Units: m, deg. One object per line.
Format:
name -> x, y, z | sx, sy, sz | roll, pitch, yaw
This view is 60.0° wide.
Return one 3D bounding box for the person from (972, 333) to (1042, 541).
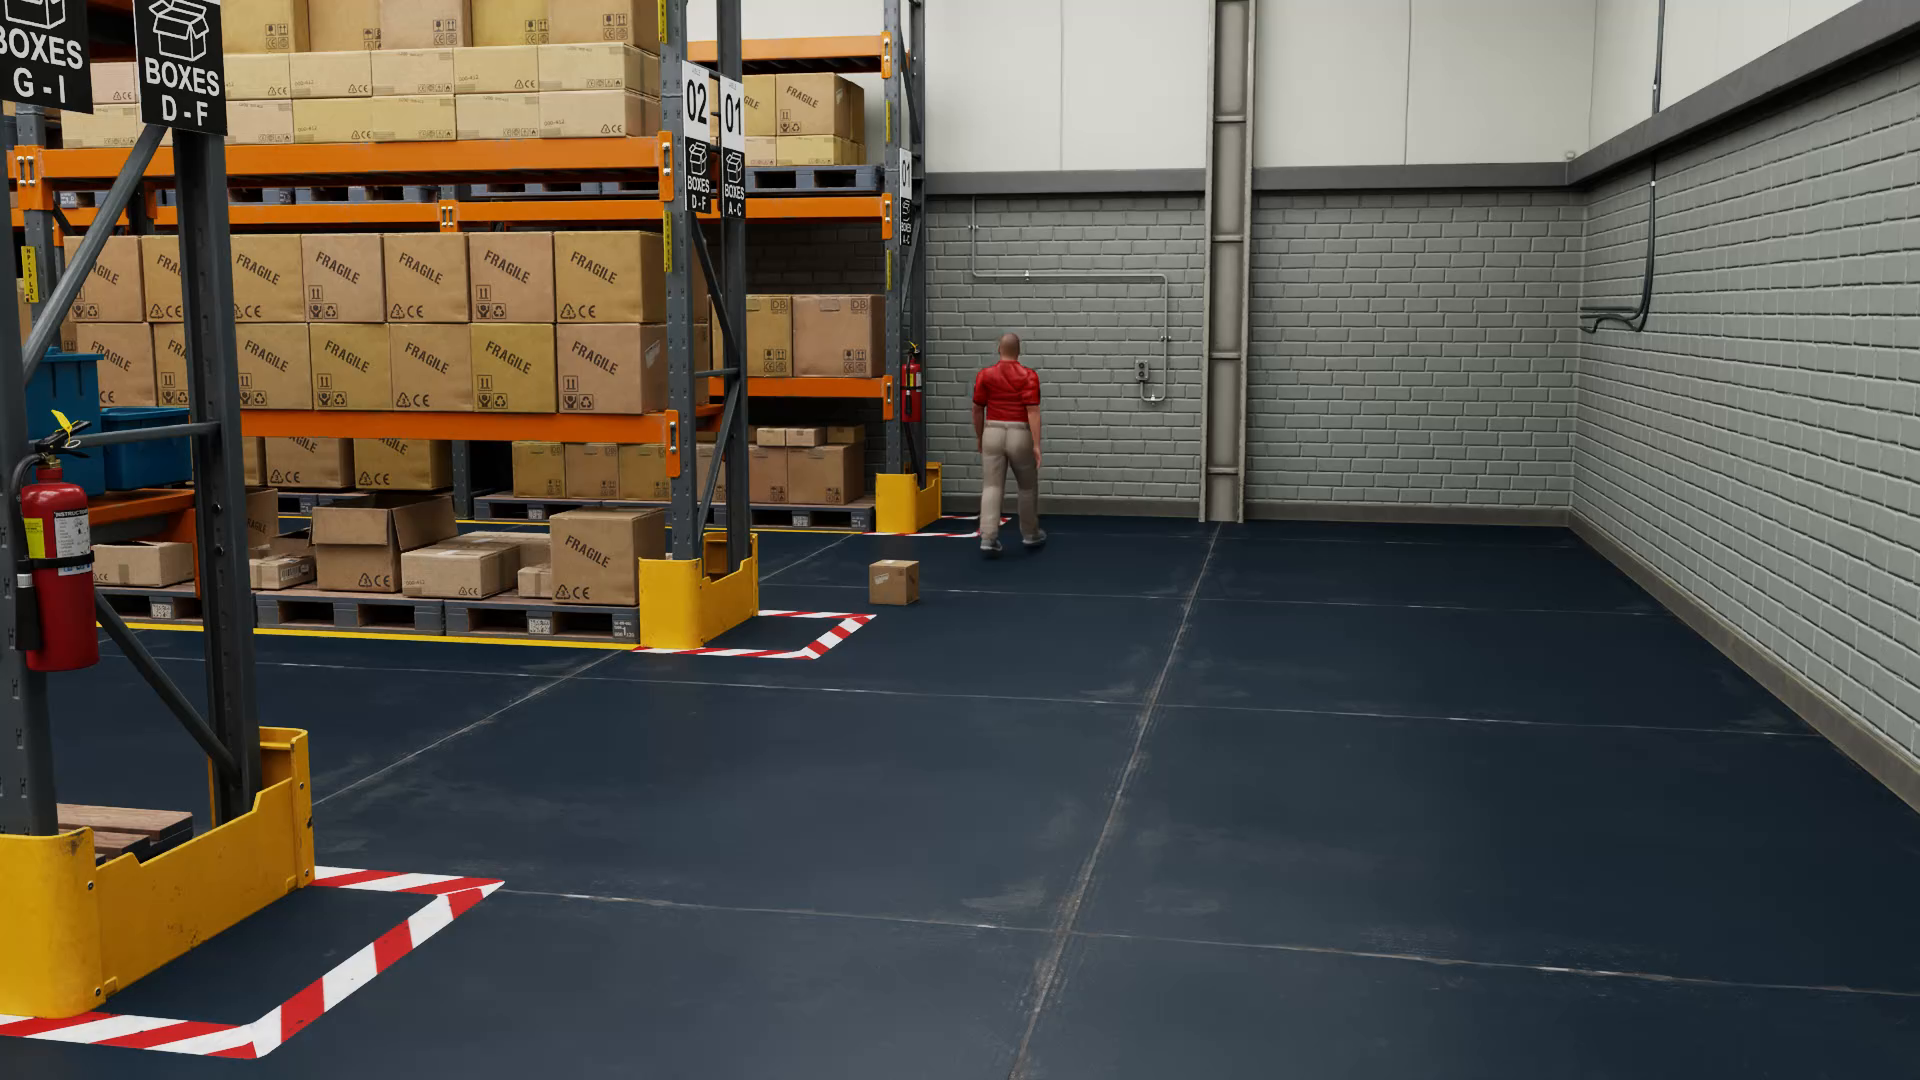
person -> 0.377, -0.780, 12.795 | 0.566, 1.619, 0.800 | 2, 8, 11
